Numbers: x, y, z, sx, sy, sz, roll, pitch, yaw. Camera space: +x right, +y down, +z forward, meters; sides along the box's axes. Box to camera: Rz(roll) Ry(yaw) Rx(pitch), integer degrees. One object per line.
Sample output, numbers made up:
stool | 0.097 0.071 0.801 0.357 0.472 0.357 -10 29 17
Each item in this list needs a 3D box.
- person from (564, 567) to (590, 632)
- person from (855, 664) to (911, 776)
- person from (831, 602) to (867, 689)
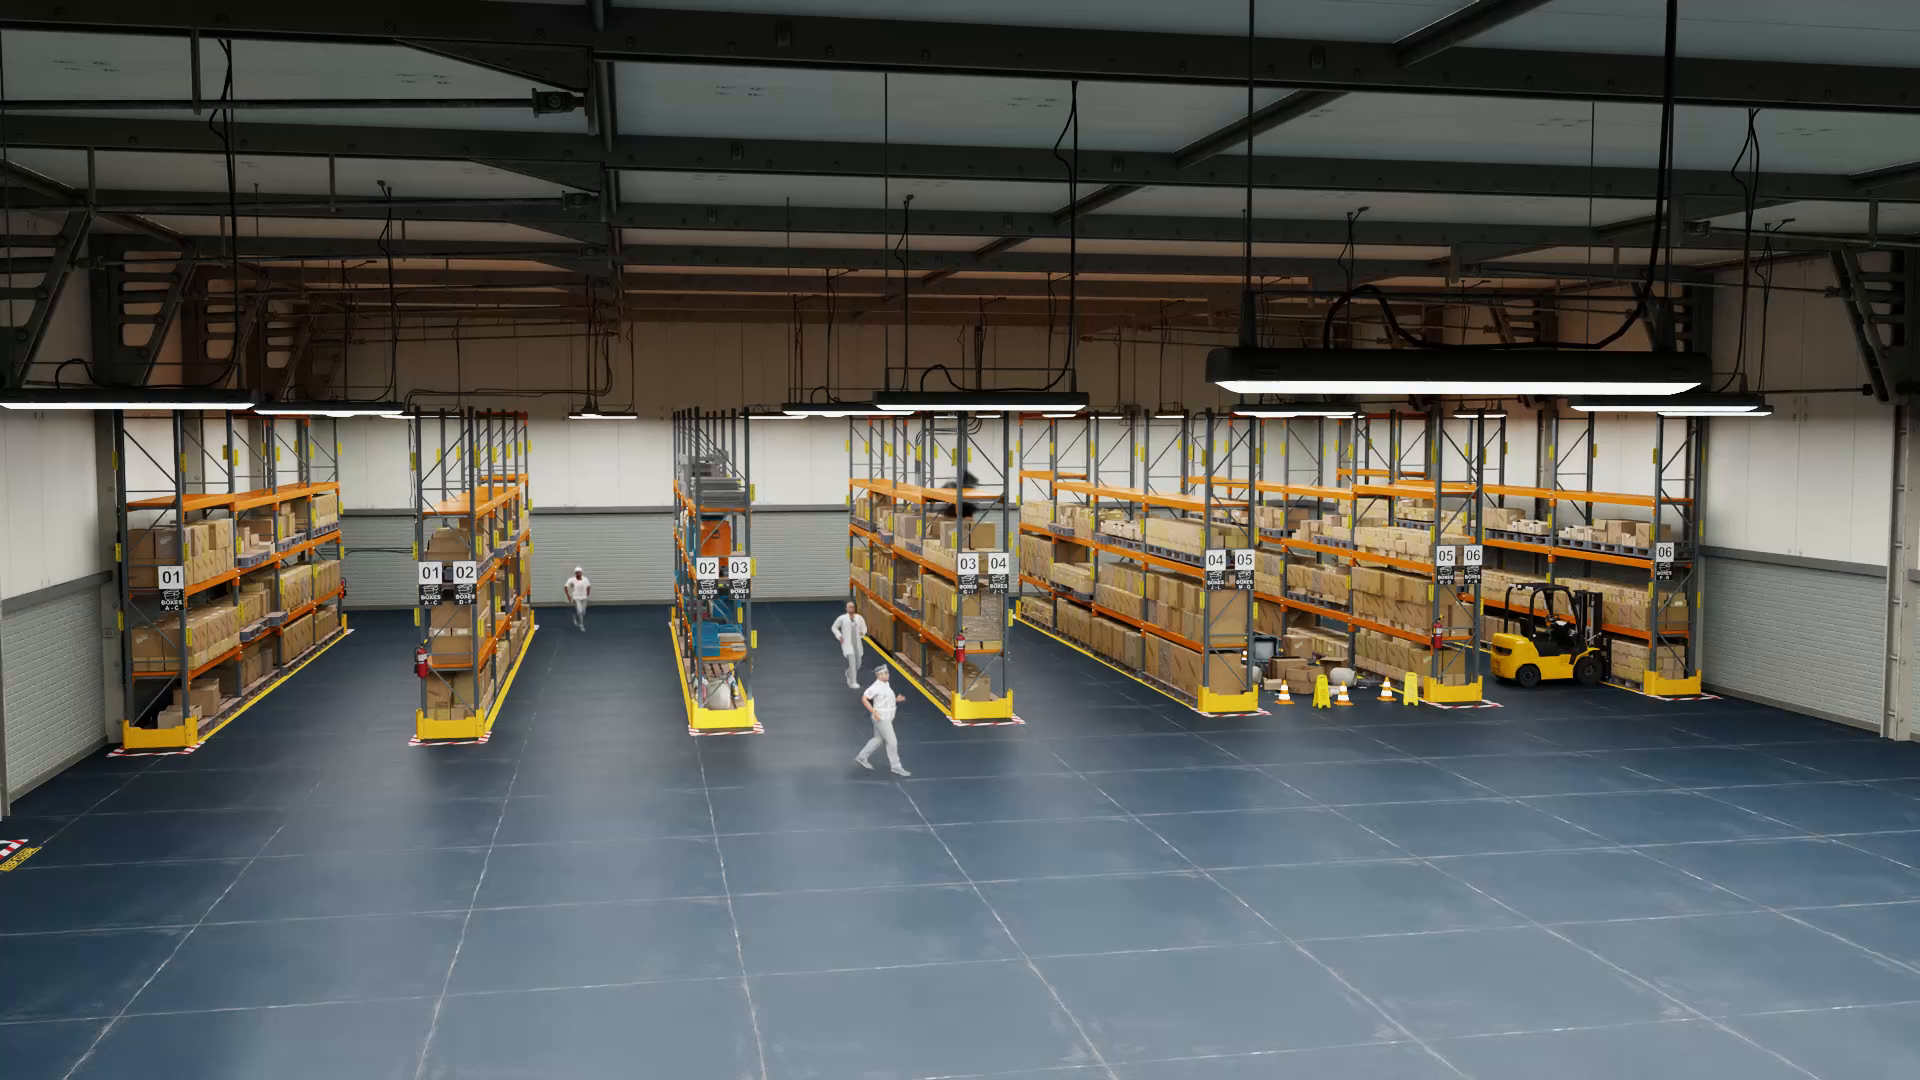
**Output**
person | -10.481 1.622 45.707 0.737 1.758 0.756 -3 5 -39
person | -1.252 2.899 26.933 0.958 1.792 0.654 1 4 10
person | -2.228 2.162 34.052 0.720 1.769 0.845 -2 5 -26
